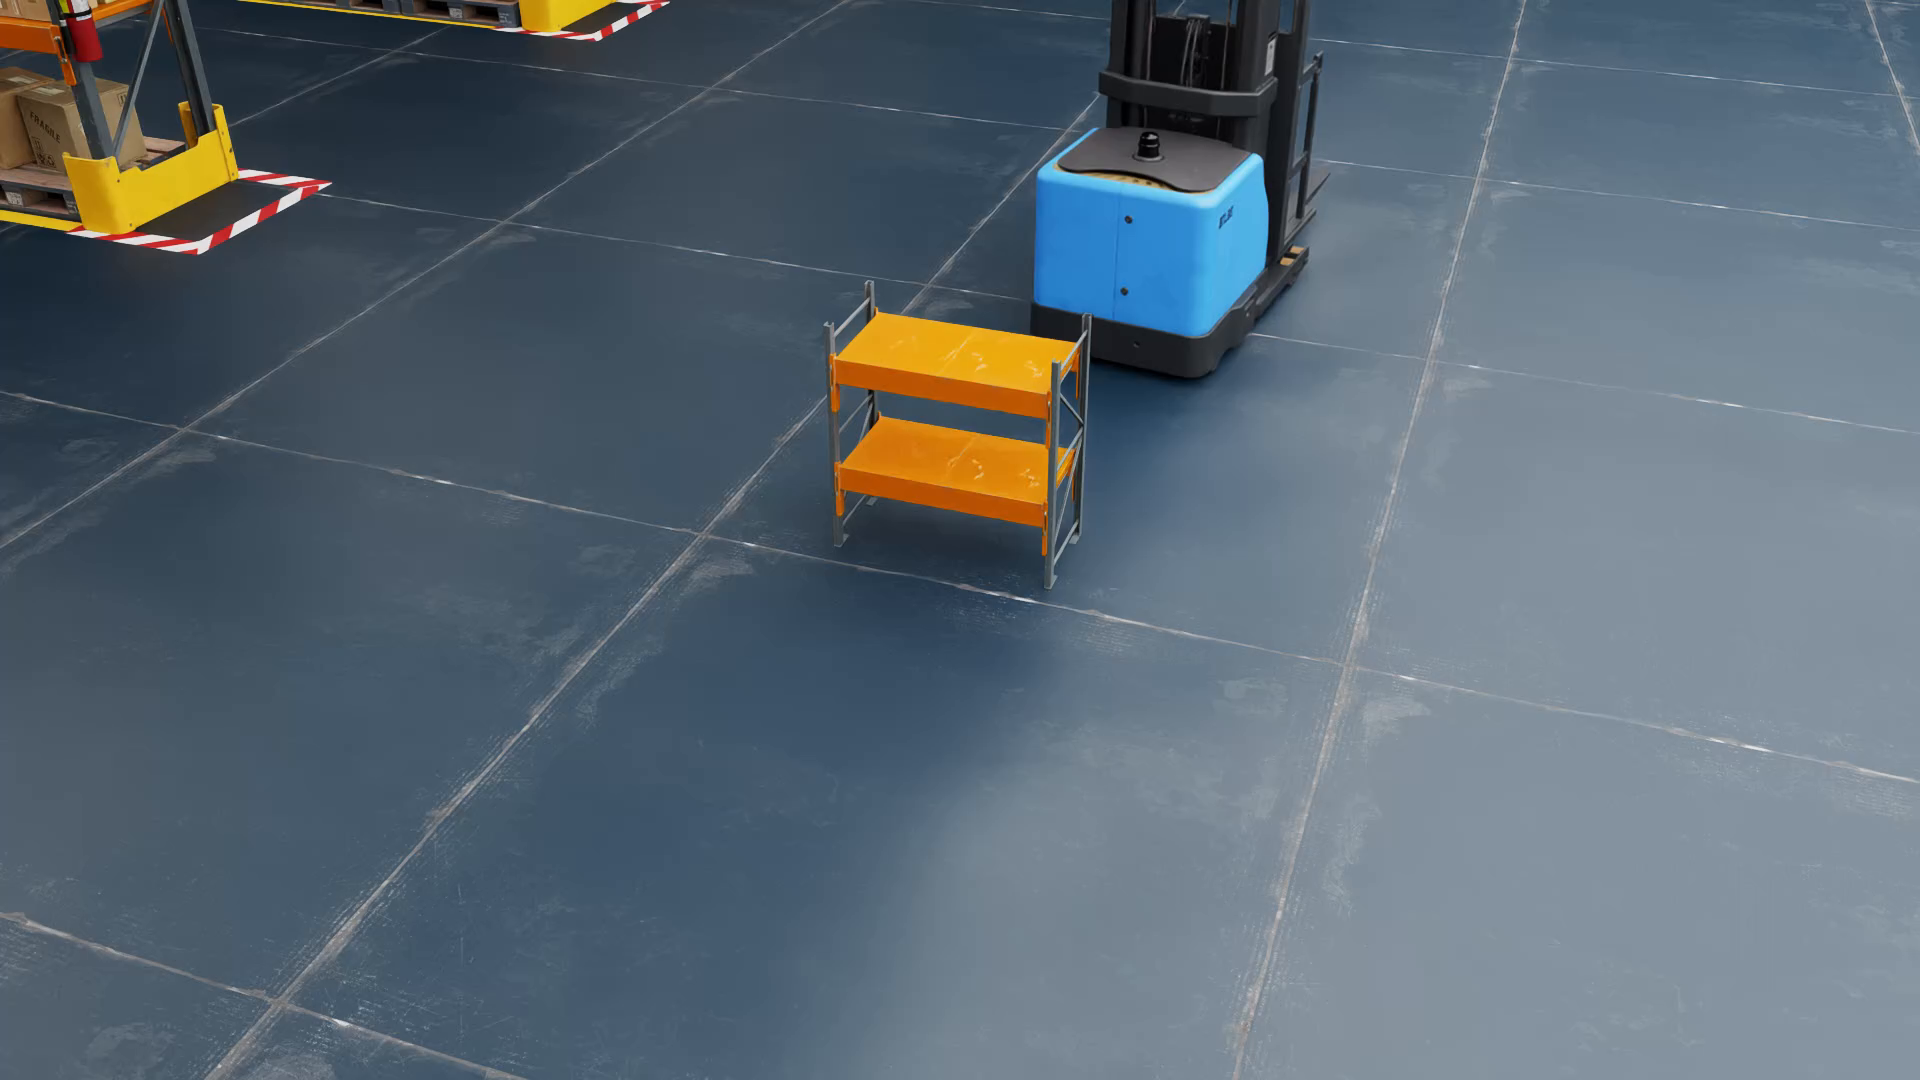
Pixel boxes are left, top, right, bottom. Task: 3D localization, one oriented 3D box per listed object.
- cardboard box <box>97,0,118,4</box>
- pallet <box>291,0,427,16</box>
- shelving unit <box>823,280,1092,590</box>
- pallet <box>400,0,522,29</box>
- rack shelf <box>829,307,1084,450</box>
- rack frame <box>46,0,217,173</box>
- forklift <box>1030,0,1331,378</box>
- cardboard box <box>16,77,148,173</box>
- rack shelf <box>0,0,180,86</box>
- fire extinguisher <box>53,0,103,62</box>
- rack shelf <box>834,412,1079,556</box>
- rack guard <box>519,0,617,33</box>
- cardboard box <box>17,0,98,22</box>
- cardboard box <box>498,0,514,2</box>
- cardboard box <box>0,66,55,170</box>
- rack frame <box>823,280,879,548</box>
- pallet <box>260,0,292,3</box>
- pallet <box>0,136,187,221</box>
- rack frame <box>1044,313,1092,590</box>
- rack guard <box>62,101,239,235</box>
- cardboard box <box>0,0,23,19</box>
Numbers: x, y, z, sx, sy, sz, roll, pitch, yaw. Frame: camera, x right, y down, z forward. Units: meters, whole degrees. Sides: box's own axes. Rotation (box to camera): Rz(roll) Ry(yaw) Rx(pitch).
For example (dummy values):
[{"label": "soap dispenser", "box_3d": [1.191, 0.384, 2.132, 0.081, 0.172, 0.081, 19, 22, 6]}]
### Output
[{"label": "cardboard box", "box_3d": [-5.533, -3.621, 10.824, 0.250, 0.149, 0.380, 11, 34, 16]}, {"label": "pallet", "box_3d": [-5.500, -5.226, 15.649, 1.213, 0.211, 1.003, 11, 34, 16]}, {"label": "shelving unit", "box_3d": [-0.006, -0.474, 7.447, 1.048, 1.125, 0.538, 11, 34, 16]}, {"label": "pallet", "box_3d": [-4.356, -5.002, 15.302, 1.213, 0.211, 1.003, 11, 34, 16]}, {"label": "rack shelf", "box_3d": [-0.006, -0.720, 7.288, 1.000, 0.278, 0.538, 11, 34, 16]}, {"label": "rack frame", "box_3d": [-5.345, -3.553, 10.487, 0.127, 3.000, 1.000, 11, 34, 16]}, {"label": "forklift", "box_3d": [1.510, -2.887, 9.520, 1.130, 2.935, 3.031, 15, 36, 22]}, {"label": "cardboard box", "box_3d": [-5.927, -2.802, 11.241, 0.500, 0.500, 0.500, 18, 37, 25]}, {"label": "rack shelf", "box_3d": [-7.228, -3.616, 11.249, 4.000, 0.370, 1.077, 11, 34, 16]}, {"label": "fire extinguisher", "box_3d": [-5.393, -3.264, 10.111, 0.183, 0.674, 0.296, 11, 34, 16]}, {"label": "rack shelf", "box_3d": [-0.006, -0.268, 7.579, 1.000, 0.278, 0.538, 11, 34, 16]}, {"label": "rack guard", "box_3d": [-3.554, -5.012, 15.052, 0.348, 0.500, 1.175, 11, 34, 16]}, {"label": "cardboard box", "box_3d": [-5.683, -3.394, 10.473, 0.250, 0.149, 0.380, 11, 34, 16]}, {"label": "cardboard box", "box_3d": [-4.237, -5.441, 14.983, 0.875, 0.875, 0.875, 11, 35, 17]}, {"label": "cardboard box", "box_3d": [-6.502, -2.894, 11.384, 0.500, 0.500, 0.500, 21, 38, 29]}, {"label": "rack frame", "box_3d": [-0.485, -0.567, 7.591, 0.032, 1.125, 0.500, 11, 34, 16]}, {"label": "pallet", "box_3d": [-6.653, -5.448, 15.994, 1.213, 0.211, 1.003, 11, 34, 16]}, {"label": "pallet", "box_3d": [-6.169, -2.562, 11.523, 1.213, 0.211, 1.003, 11, 34, 16]}, {"label": "rack frame", "box_3d": [0.472, -0.381, 7.303, 0.032, 1.125, 0.500, 11, 34, 16]}, {"label": "rack guard", "box_3d": [-5.417, -2.516, 11.187, 0.348, 0.500, 1.175, 11, 34, 16]}, {"label": "cardboard box", "box_3d": [-5.918, -3.440, 10.544, 0.250, 0.149, 0.380, 11, 34, 16]}]
